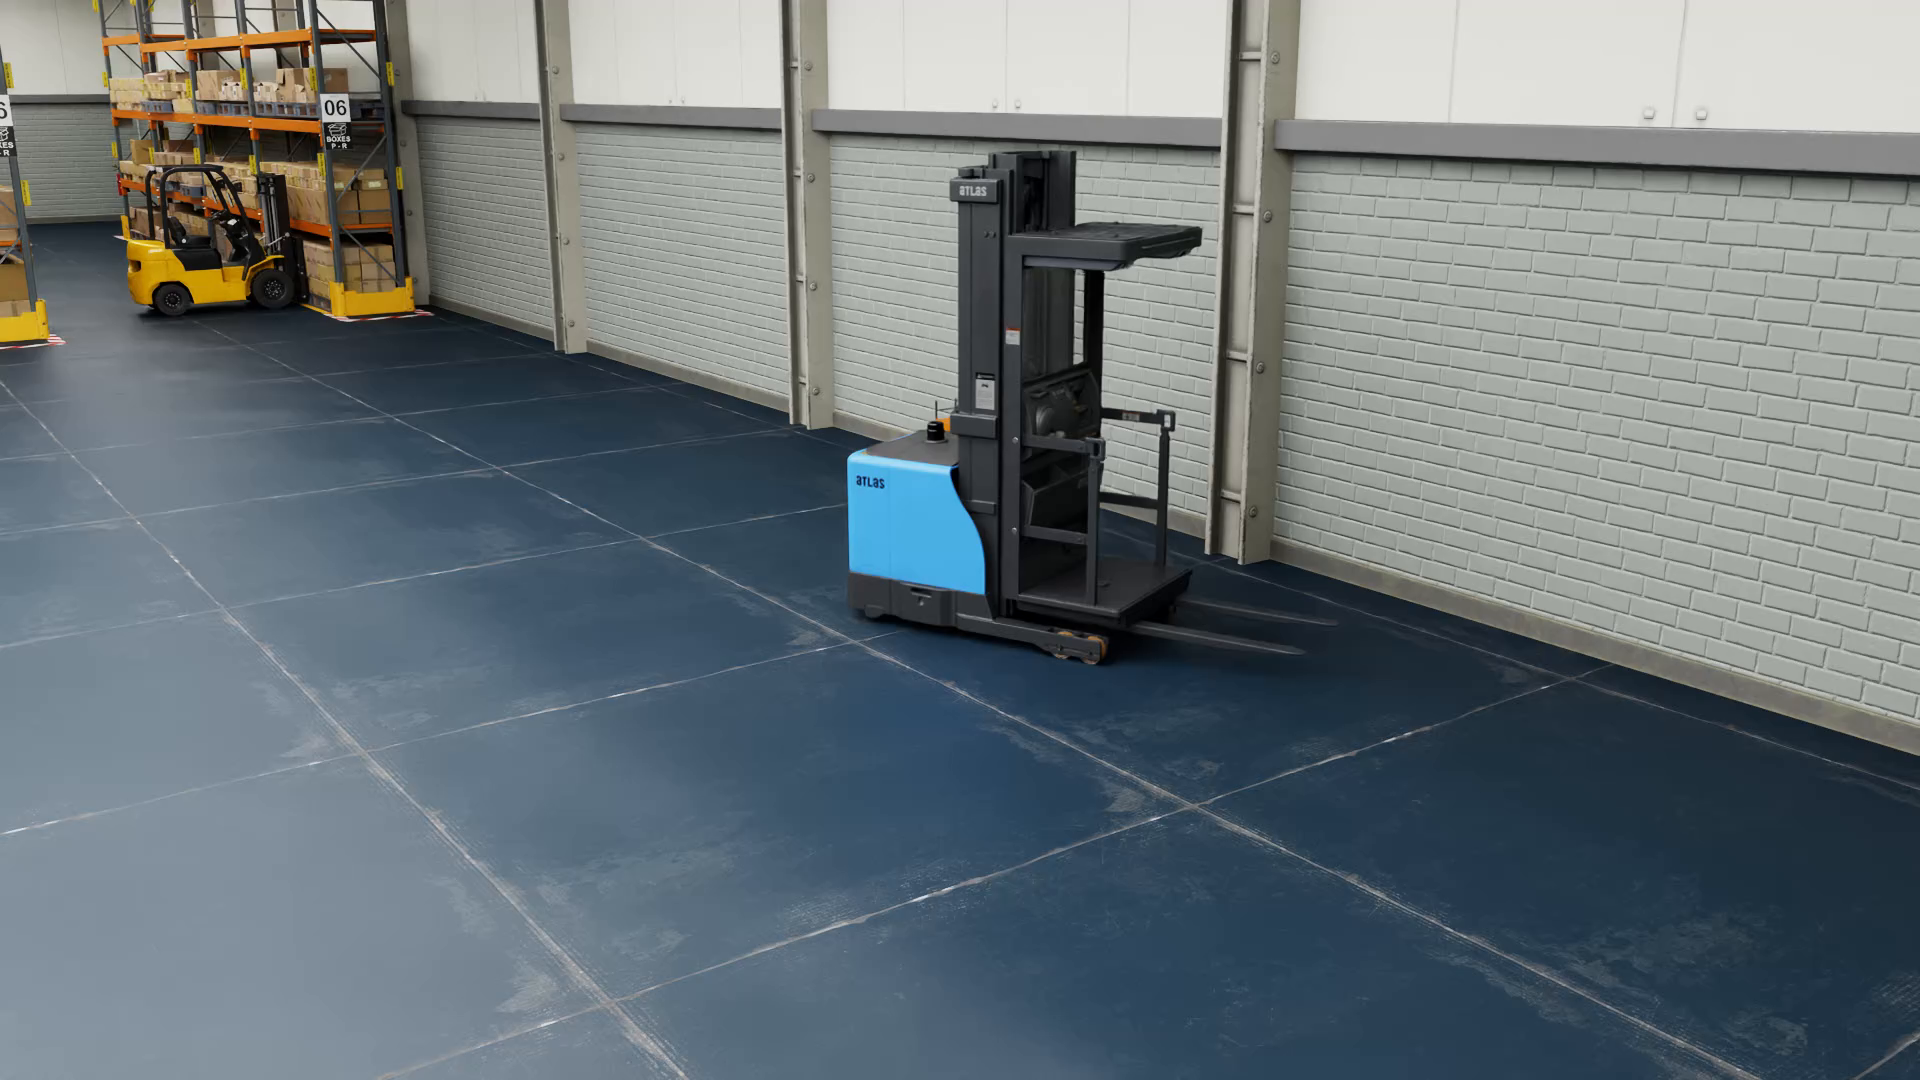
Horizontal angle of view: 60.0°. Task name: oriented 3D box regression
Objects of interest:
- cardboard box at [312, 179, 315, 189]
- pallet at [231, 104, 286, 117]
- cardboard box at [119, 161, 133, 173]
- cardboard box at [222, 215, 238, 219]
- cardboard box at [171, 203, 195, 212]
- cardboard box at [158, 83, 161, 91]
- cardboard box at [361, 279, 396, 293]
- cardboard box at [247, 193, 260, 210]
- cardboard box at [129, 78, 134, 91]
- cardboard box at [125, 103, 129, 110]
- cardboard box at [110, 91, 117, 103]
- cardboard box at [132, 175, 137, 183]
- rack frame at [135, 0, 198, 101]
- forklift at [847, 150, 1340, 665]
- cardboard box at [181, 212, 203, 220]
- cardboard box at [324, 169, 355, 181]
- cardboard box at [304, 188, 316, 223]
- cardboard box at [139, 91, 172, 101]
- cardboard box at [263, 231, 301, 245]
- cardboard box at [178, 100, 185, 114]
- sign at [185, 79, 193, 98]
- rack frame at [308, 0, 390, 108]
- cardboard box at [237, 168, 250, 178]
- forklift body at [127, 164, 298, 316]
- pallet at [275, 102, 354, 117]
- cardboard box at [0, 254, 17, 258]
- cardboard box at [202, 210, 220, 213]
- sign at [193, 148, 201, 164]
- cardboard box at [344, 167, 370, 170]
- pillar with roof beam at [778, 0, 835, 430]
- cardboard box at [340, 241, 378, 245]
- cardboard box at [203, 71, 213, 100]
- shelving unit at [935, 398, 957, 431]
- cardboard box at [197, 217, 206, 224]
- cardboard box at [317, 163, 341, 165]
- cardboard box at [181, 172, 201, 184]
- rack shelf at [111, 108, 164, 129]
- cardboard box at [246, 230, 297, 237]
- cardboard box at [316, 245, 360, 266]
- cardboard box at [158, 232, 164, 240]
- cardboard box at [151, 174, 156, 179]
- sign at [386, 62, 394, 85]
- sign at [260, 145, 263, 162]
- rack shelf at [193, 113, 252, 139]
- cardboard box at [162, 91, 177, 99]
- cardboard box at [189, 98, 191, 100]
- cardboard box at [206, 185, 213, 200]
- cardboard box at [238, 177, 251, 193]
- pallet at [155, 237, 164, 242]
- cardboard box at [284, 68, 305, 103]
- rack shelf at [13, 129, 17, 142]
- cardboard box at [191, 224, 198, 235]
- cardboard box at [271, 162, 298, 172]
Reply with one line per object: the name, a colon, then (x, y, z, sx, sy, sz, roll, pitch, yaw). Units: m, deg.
cardboard box: (-9.576, -5.395, 25.186, 0.380, 0.149, 0.250, -10, 18, -34)
pallet: (-11.749, -7.283, 28.184, 0.805, 0.209, 1.217, -12, 19, -37)
cardboard box: (-18.227, -8.237, 36.710, 0.500, 0.250, 0.500, -11, 19, -34)
cardboard box: (-14.250, -6.288, 32.580, 0.380, 0.149, 0.250, -11, 19, -36)
cardboard box: (-15.737, -6.738, 33.659, 0.380, 0.149, 0.250, -12, 19, -37)
cardboard box: (-15.290, -8.774, 32.197, 0.380, 0.149, 0.250, -11, 19, -34)
cardboard box: (-8.999, -3.900, 25.555, 0.500, 0.250, 0.500, -11, 19, -34)
cardboard box: (-11.728, -5.737, 28.139, 0.500, 0.250, 0.500, -10, 18, -33)
cardboard box: (-17.012, -9.497, 34.683, 0.500, 0.250, 0.500, -10, 18, -34)
cardboard box: (-17.454, -9.184, 35.242, 0.380, 0.149, 0.250, -11, 19, -34)
cardboard box: (-18.236, -9.685, 36.320, 0.500, 0.250, 0.500, -11, 19, -35)
cardboard box: (-17.587, -7.788, 35.824, 0.380, 0.149, 0.250, -12, 19, -36)
rack frame: (-15.924, -10.344, 33.324, 1.000, 3.000, 0.127, -11, 19, -35)
forklift: (0.802, -0.833, 10.067, 3.031, 2.935, 1.130, 9, 18, 30)
cardboard box: (-15.371, -6.486, 33.302, 0.380, 0.149, 0.250, -11, 19, -35)
cardboard box: (-9.249, -5.436, 24.775, 0.380, 0.149, 0.250, -11, 19, -34)
cardboard box: (-9.667, -5.113, 25.385, 0.500, 0.500, 0.500, -10, 18, -33)
cardboard box: (-16.410, -9.033, 33.935, 0.500, 0.250, 0.500, -11, 19, -34)
cardboard box: (-11.189, -4.949, 27.494, 0.500, 0.250, 0.500, -11, 19, -35)
cardboard box: (-14.366, -8.150, 31.273, 0.500, 0.250, 0.500, -11, 19, -34)
sign: (-14.012, -8.209, 30.225, 0.100, 0.325, 0.005, -11, 19, -35)
rack frame: (-8.868, -7.782, 23.961, 1.000, 3.000, 0.127, -11, 19, -35)
cardboard box: (-12.130, -6.290, 28.458, 0.380, 0.149, 0.250, -12, 19, -36)
forklift body: (-11.459, -4.600, 25.310, 2.313, 2.155, 1.214, -11, 19, -35)
pallet: (-9.984, -6.708, 25.888, 1.003, 0.211, 1.213, -11, 19, -35)
cardboard box: (-13.745, -3.794, 23.750, 0.500, 0.500, 0.500, -10, 18, -33)
cardboard box: (-15.165, -6.620, 33.794, 0.380, 0.149, 0.250, -11, 19, -34)
sign: (-14.005, -7.030, 30.537, 0.100, 0.325, 0.005, -11, 19, -35)
cardboard box: (-9.186, -5.613, 25.420, 0.380, 0.149, 0.250, -10, 18, -33)
pillar with roof beam: (-4.975, -4.840, 13.212, 9.100, 9.000, 0.400, -11, 19, -35)
cardboard box: (-9.294, -4.485, 25.799, 0.500, 0.250, 0.500, -11, 19, -34)
cardboard box: (-12.966, -8.057, 29.477, 0.700, 0.500, 0.500, -11, 19, -36)
shelving unit: (-0.031, -0.518, 12.479, 0.215, 1.050, 0.252, -11, 19, -35)
cardboard box: (-14.490, -6.152, 32.083, 0.380, 0.149, 0.250, -10, 18, -33)
cardboard box: (-10.061, -5.947, 26.641, 0.380, 0.149, 0.250, -11, 19, -35)
cardboard box: (-14.454, -6.902, 31.599, 0.500, 0.250, 0.500, -12, 19, -37)
rack shelf: (-17.100, -8.977, 35.375, 1.077, 0.370, 4.000, -11, 19, -35)
cardboard box: (-11.986, -5.076, 29.143, 0.875, 0.625, 0.625, -11, 19, -35)
cardboard box: (-9.391, -4.297, 25.111, 0.500, 0.250, 0.500, -10, 18, -33)
cardboard box: (-16.489, -6.351, 34.705, 0.380, 0.149, 0.250, -12, 19, -36)
cardboard box: (-16.421, -7.593, 34.355, 0.500, 0.250, 0.500, -10, 18, -33)
sign: (-8.416, -6.880, 24.542, 0.100, 0.325, 0.005, -11, 19, -35)
sign: (-13.125, -7.242, 31.159, 0.100, 0.325, 0.005, -11, 19, -35)
rack shelf: (-12.396, -7.269, 29.134, 1.077, 0.370, 4.000, -11, 19, -35)
cardboard box: (-15.145, -8.577, 32.041, 0.380, 0.149, 0.250, -10, 18, -33)
cardboard box: (-14.112, -8.260, 30.920, 0.380, 0.149, 0.250, -11, 19, -36)
cardboard box: (-13.509, -6.391, 30.530, 0.500, 0.250, 0.500, -11, 19, -34)
cardboard box: (-12.024, -6.085, 28.463, 0.500, 0.250, 0.500, -11, 19, -36)
pallet: (-16.327, -6.252, 35.020, 1.003, 0.211, 1.213, -11, 19, -35)
cardboard box: (-9.847, -6.925, 25.339, 0.700, 0.500, 0.500, -11, 19, -34)
rack shelf: (-14.057, -5.644, 23.195, 1.077, 0.370, 4.000, -11, 19, -35)
cardboard box: (-14.590, -5.870, 32.281, 0.500, 0.500, 0.500, -10, 18, -32)
cardboard box: (-11.031, -6.094, 27.176, 0.380, 0.149, 0.250, -11, 19, -34)
